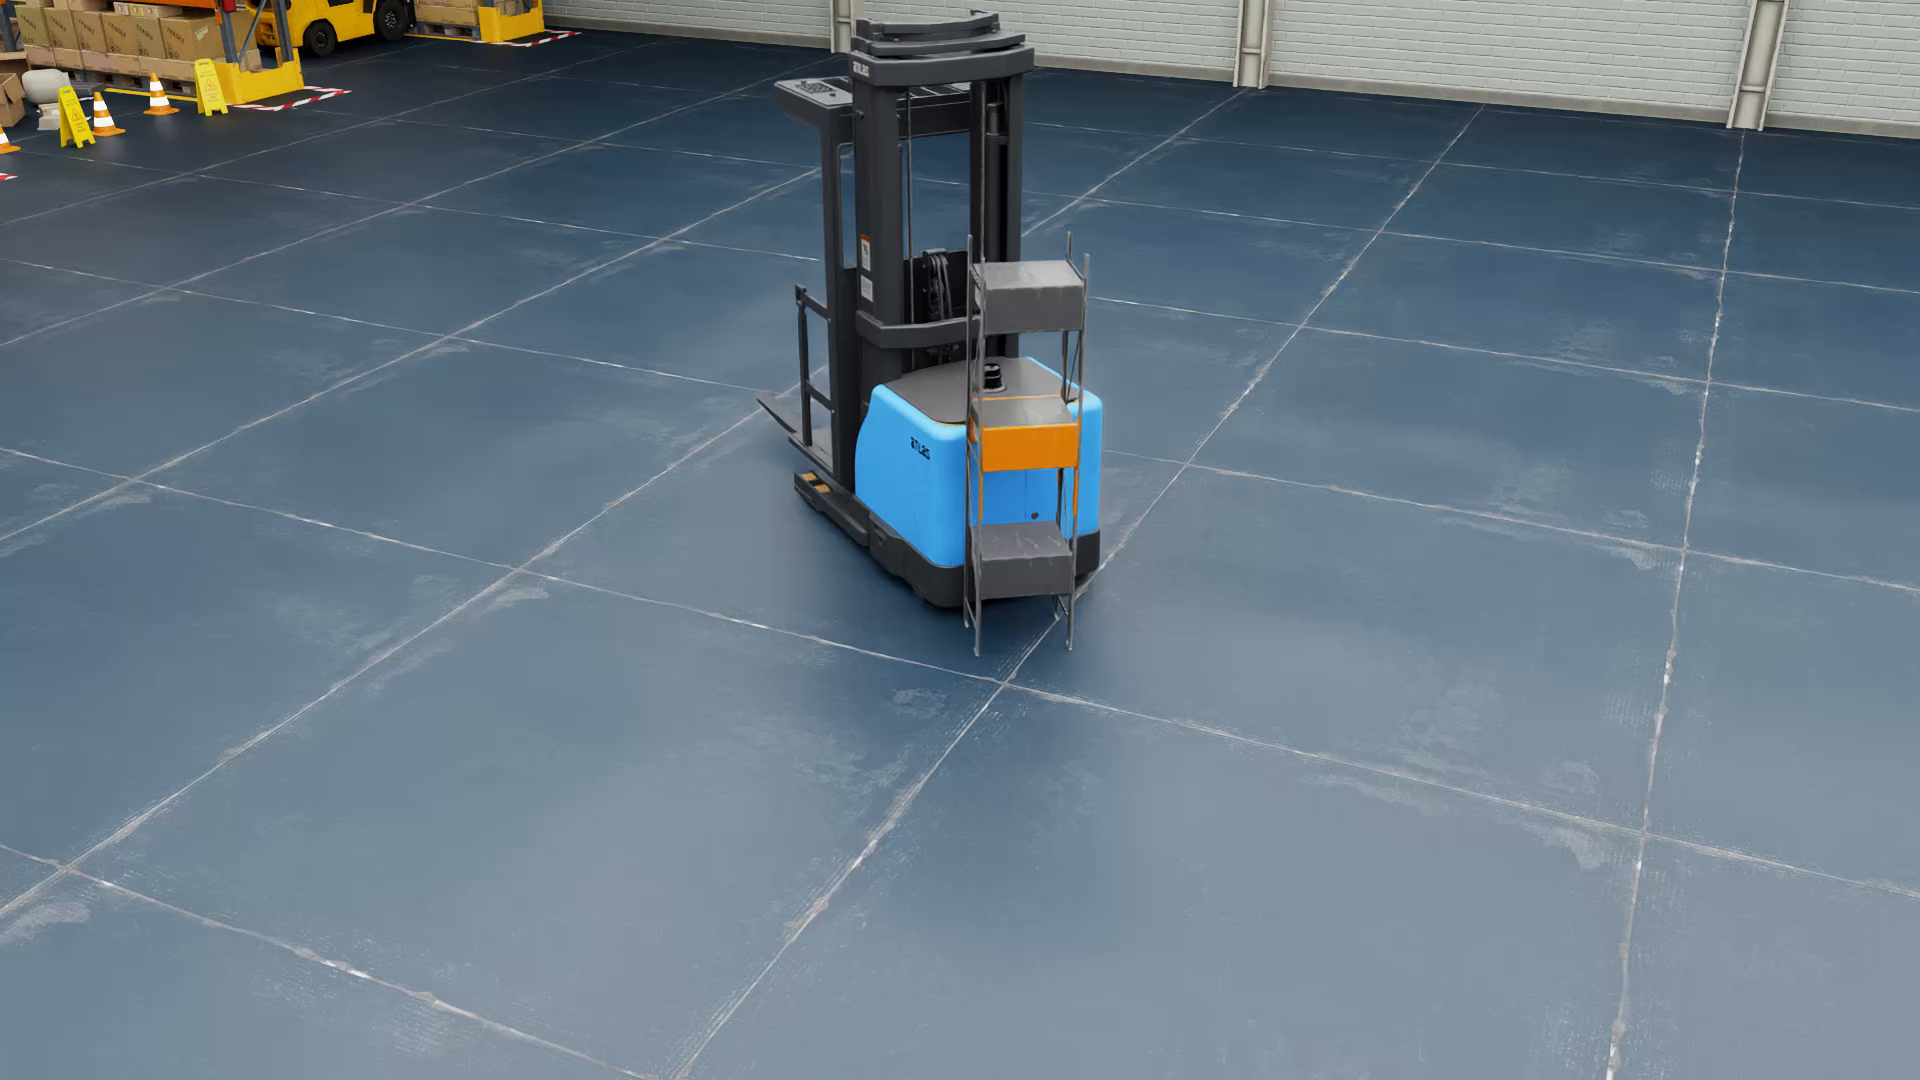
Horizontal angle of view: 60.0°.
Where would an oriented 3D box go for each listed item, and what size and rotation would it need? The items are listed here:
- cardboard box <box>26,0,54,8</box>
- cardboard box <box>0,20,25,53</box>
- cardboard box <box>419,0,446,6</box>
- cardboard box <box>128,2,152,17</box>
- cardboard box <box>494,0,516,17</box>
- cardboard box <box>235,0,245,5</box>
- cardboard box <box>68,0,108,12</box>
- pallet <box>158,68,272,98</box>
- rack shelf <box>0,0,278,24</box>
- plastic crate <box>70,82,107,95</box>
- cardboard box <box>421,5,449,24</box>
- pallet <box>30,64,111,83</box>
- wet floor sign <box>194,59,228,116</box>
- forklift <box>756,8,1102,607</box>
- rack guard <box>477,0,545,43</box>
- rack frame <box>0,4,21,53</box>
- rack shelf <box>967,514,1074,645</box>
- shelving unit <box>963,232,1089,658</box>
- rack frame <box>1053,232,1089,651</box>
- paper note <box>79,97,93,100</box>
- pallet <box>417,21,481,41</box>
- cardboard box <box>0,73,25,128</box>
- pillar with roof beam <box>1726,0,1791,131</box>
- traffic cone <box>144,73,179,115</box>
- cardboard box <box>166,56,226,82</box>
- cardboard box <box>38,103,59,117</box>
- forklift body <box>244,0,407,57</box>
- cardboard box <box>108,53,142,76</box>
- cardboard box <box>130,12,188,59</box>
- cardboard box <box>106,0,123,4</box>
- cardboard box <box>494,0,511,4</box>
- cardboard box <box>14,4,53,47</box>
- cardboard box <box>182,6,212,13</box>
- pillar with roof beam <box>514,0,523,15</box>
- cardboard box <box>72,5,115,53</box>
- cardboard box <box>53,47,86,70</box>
[{"bbox_3d":[-12.010,-7.095,21.818,0.250,0.149,0.380,12,29,23],"label":"cardboard box"},{"bbox_3d":[-13.003,-6.880,22.828,0.625,0.372,0.950,12,29,22],"label":"cardboard box"},{"bbox_3d":[-7.856,-8.279,25.242,0.500,0.250,0.500,11,28,21],"label":"cardboard box"},{"bbox_3d":[-10.310,-6.756,21.130,0.250,0.149,0.380,12,29,23],"label":"cardboard box"},{"bbox_3d":[-7.198,-8.164,25.574,0.500,0.250,0.500,11,28,22],"label":"cardboard box"},{"bbox_3d":[-11.656,-9.131,27.114,0.625,0.625,0.875,11,28,21],"label":"cardboard box"},{"bbox_3d":[-11.295,-6.953,21.531,0.250,0.149,0.380,13,29,25],"label":"cardboard box"},{"bbox_3d":[-9.677,-5.970,21.637,1.213,0.211,1.003,11,28,22],"label":"pallet"},{"bbox_3d":[-10.704,-7.087,21.564,4.000,0.370,1.077,11,28,22],"label":"rack shelf"},{"bbox_3d":[-11.435,-5.849,21.540,0.583,0.080,0.402,2,26,4],"label":"plastic crate"},{"bbox_3d":[-7.839,-8.049,25.341,0.500,0.250,0.500,11,28,22],"label":"cardboard box"},{"bbox_3d":[-11.898,-6.416,22.543,1.213,0.211,1.003,11,28,22],"label":"pallet"},{"bbox_3d":[-9.153,-5.523,20.238,0.232,0.644,0.267,23,35,39],"label":"wet floor sign"},{"bbox_3d":[-0.365,-1.572,9.625,1.130,2.935,3.031,-13,29,-25],"label":"forklift"},{"bbox_3d":[-6.810,-7.915,25.261,0.348,0.500,1.175,11,28,22],"label":"rack guard"},{"bbox_3d":[-12.524,-7.776,22.148,0.127,3.000,1.000,11,28,22],"label":"rack frame"},{"bbox_3d":[0.301,0.199,8.579,0.480,0.518,0.431,-4,26,-8],"label":"rack shelf"},{"bbox_3d":[0.308,-0.442,8.265,0.503,2.100,0.431,-4,26,-8],"label":"shelving unit"},{"bbox_3d":[0.549,-0.457,8.301,0.015,2.100,0.400,-4,26,-8],"label":"rack frame"},{"bbox_3d":[-11.092,-5.605,21.101,0.148,0.019,0.142,2,26,4],"label":"paper note"},{"bbox_3d":[-7.545,-7.913,25.583,1.213,0.211,1.003,11,28,22],"label":"pallet"},{"bbox_3d":[-11.530,-5.228,19.798,0.637,0.503,0.797,-7,27,-14],"label":"cardboard box"},{"bbox_3d":[7.511,-7.200,14.186,0.400,9.000,9.100,11,28,22],"label":"pillar with roof beam"},{"bbox_3d":[-9.809,-5.466,20.329,0.334,0.463,0.336,11,28,22],"label":"traffic cone"},{"bbox_3d":[-9.752,-6.043,21.266,0.500,0.250,0.500,11,28,22],"label":"cardboard box"},{"bbox_3d":[-10.912,-5.193,20.129,0.380,0.149,0.250,-18,31,-31],"label":"cardboard box"},{"bbox_3d":[-9.313,-8.273,24.119,1.214,2.155,2.313,11,28,22],"label":"forklift body"},{"bbox_3d":[-10.677,-6.230,21.646,0.500,0.250,0.500,10,28,20],"label":"cardboard box"},{"bbox_3d":[-10.197,-6.471,21.287,0.500,0.500,0.500,12,29,24],"label":"cardboard box"},{"bbox_3d":[-11.411,-6.974,22.309,0.500,0.500,0.500,12,29,23],"label":"cardboard box"},{"bbox_3d":[-7.174,-8.390,25.466,0.500,0.250,0.500,12,29,23],"label":"cardboard box"},{"bbox_3d":[-12.099,-6.851,22.057,0.500,0.500,0.500,13,29,24],"label":"cardboard box"},{"bbox_3d":[-10.003,-6.692,21.735,0.500,0.500,0.500,10,28,20],"label":"cardboard box"},{"bbox_3d":[-8.875,-10.491,20.871,0.400,9.000,9.100,11,28,22],"label":"pillar with roof beam"},{"bbox_3d":[-11.136,-6.662,21.674,0.500,0.500,0.500,13,29,24],"label":"cardboard box"},{"bbox_3d":[-11.608,-6.421,22.034,0.500,0.250,0.500,13,29,25],"label":"cardboard box"}]
